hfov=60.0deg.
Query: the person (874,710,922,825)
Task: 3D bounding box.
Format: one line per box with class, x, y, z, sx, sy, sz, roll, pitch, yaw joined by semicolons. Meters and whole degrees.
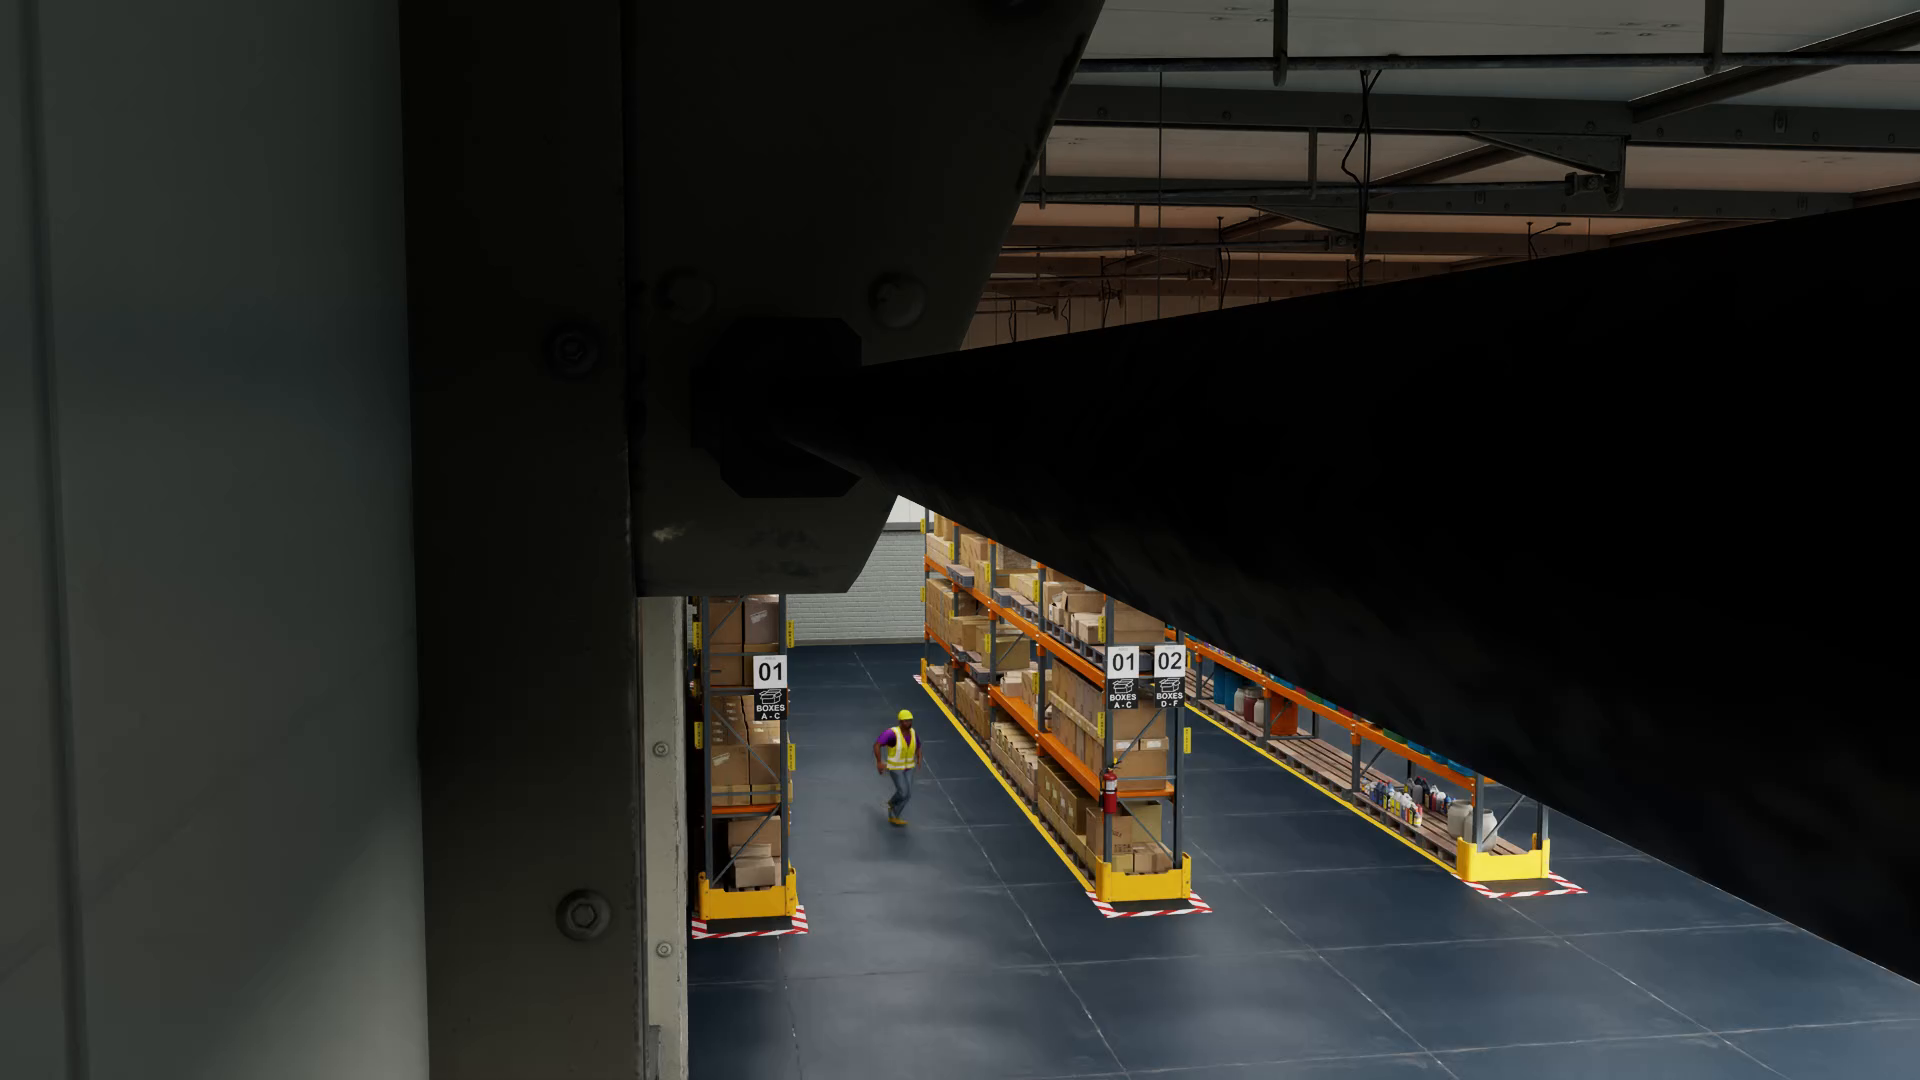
person;-0.885;3.336;24.352;0.776;1.719;0.541;-3;6;-34
